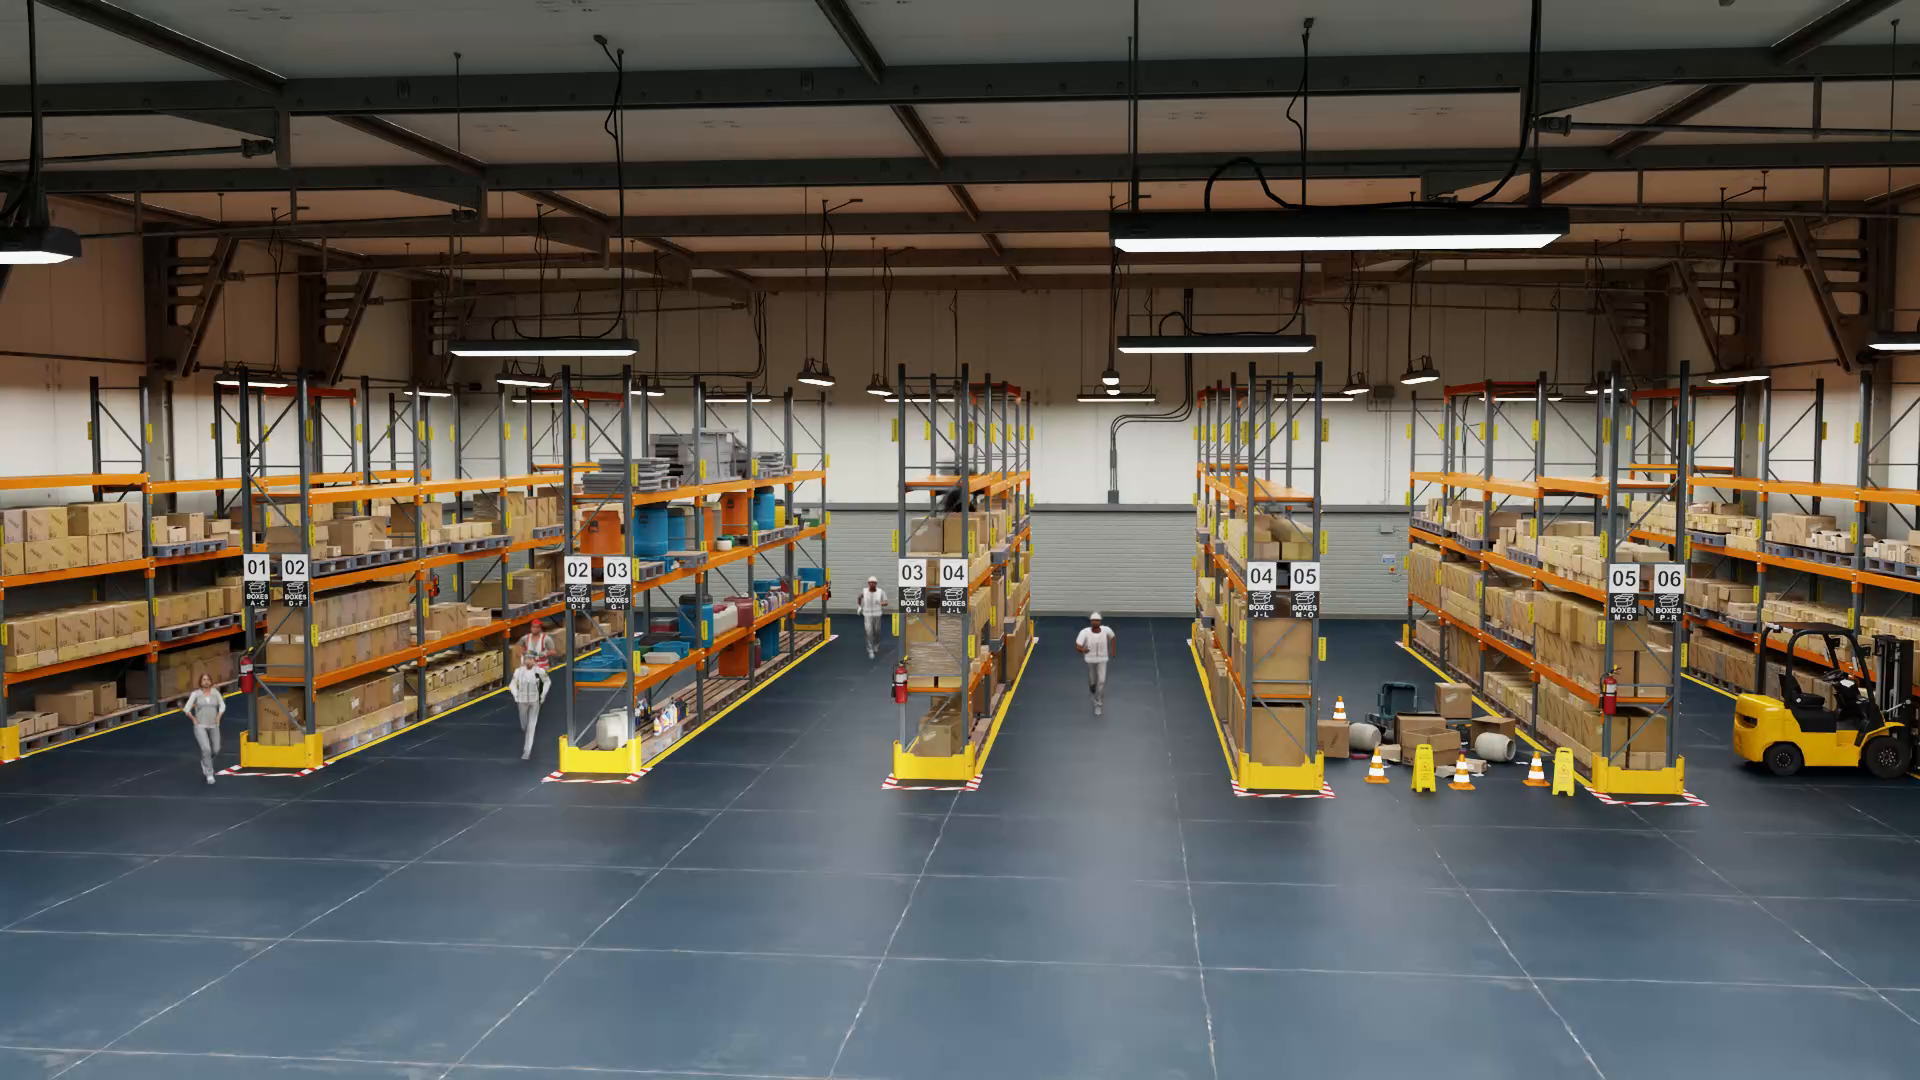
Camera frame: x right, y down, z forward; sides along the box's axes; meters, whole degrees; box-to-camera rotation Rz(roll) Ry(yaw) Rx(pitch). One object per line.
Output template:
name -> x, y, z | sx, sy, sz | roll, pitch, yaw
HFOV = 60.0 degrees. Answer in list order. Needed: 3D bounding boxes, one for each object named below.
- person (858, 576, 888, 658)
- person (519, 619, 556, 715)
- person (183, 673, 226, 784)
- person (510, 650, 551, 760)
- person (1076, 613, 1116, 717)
person -> -1.941, 1.695, 37.106 | 0.679, 1.782, 0.992 | 0, 4, -4
person -> -7.347, 2.267, 28.921 | 0.634, 1.811, 0.802 | -1, 4, -10
person -> -10.855, 2.749, 23.942 | 0.561, 1.494, 0.559 | -3, 5, -41
person -> -6.673, 2.529, 25.823 | 0.625, 1.671, 0.838 | 0, 4, -8
person -> 2.436, 2.197, 29.795 | 0.731, 1.809, 0.938 | 0, 4, 0
